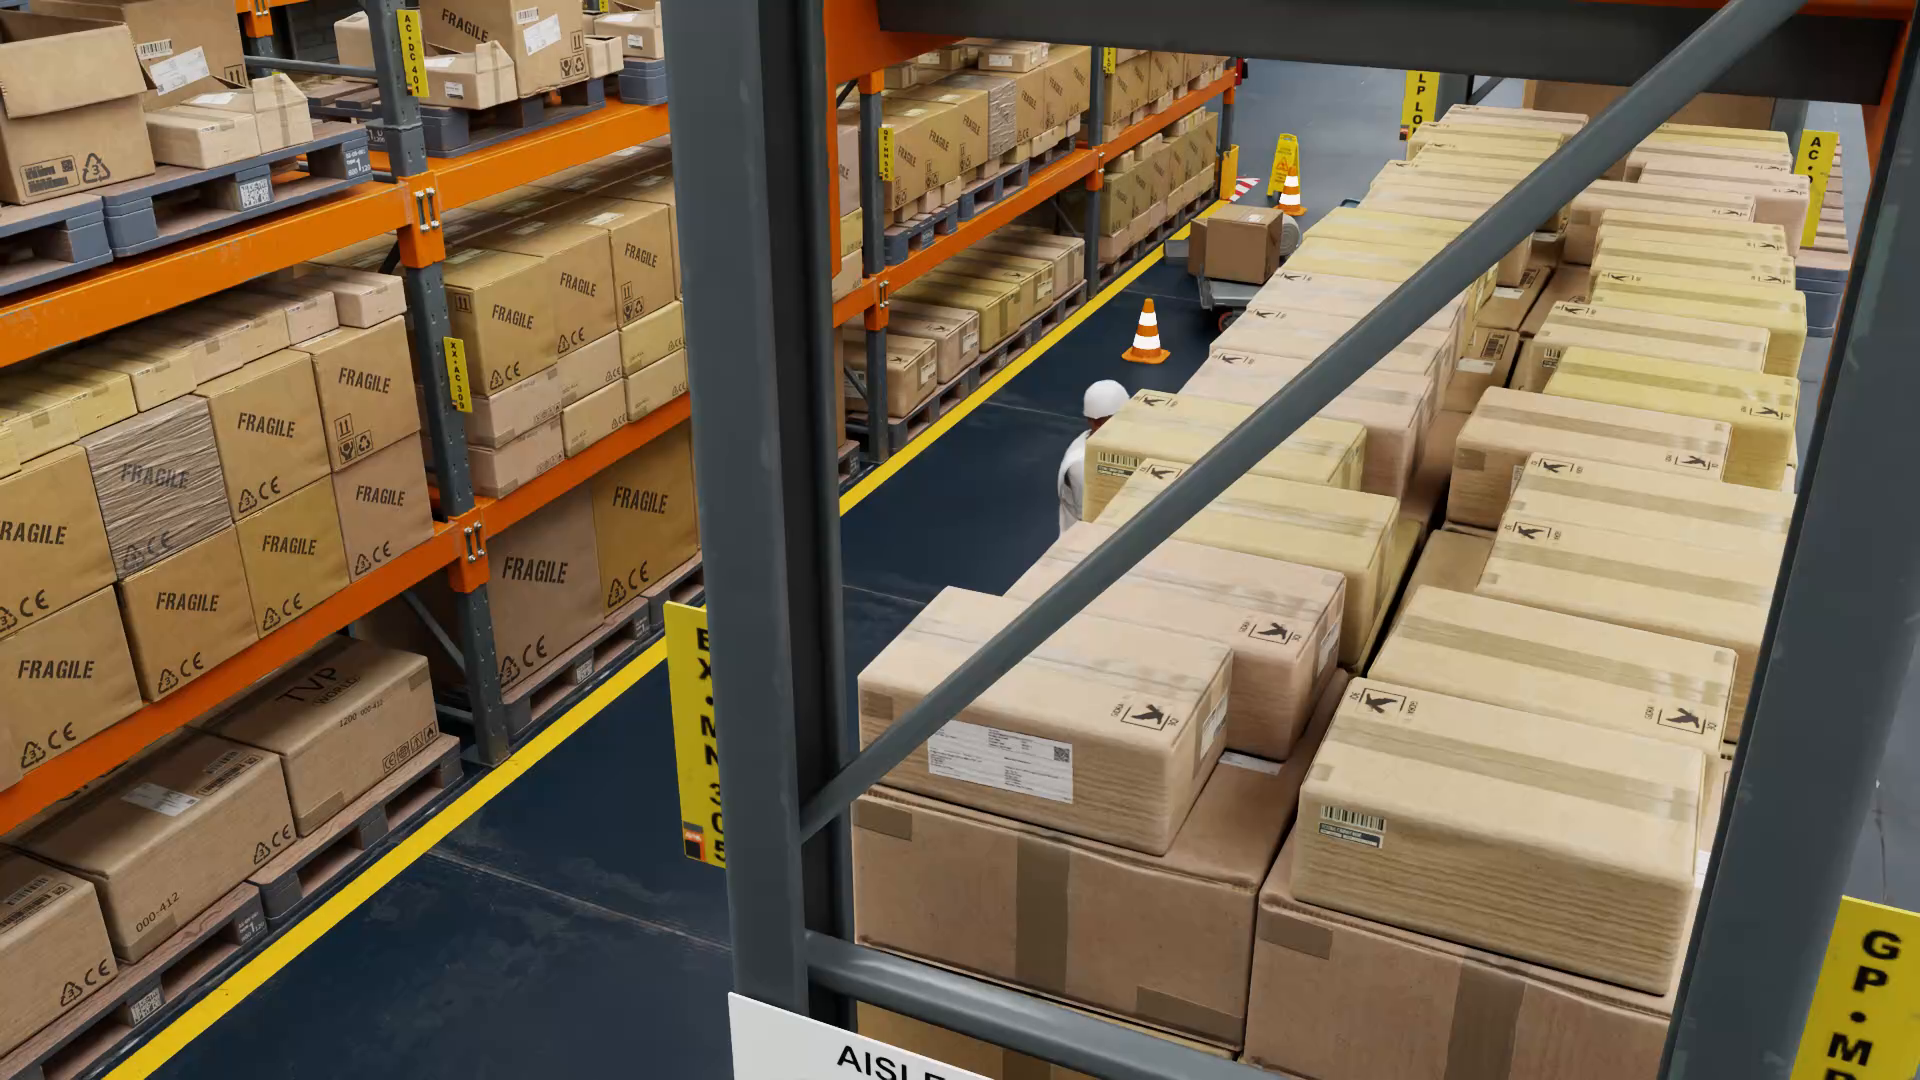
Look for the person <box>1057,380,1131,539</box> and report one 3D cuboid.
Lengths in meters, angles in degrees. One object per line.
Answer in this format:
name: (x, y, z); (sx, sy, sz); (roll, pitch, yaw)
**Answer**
person: (0.722, 0.103, 7.871); (0.509, 1.788, 0.546); (11, 28, 21)
